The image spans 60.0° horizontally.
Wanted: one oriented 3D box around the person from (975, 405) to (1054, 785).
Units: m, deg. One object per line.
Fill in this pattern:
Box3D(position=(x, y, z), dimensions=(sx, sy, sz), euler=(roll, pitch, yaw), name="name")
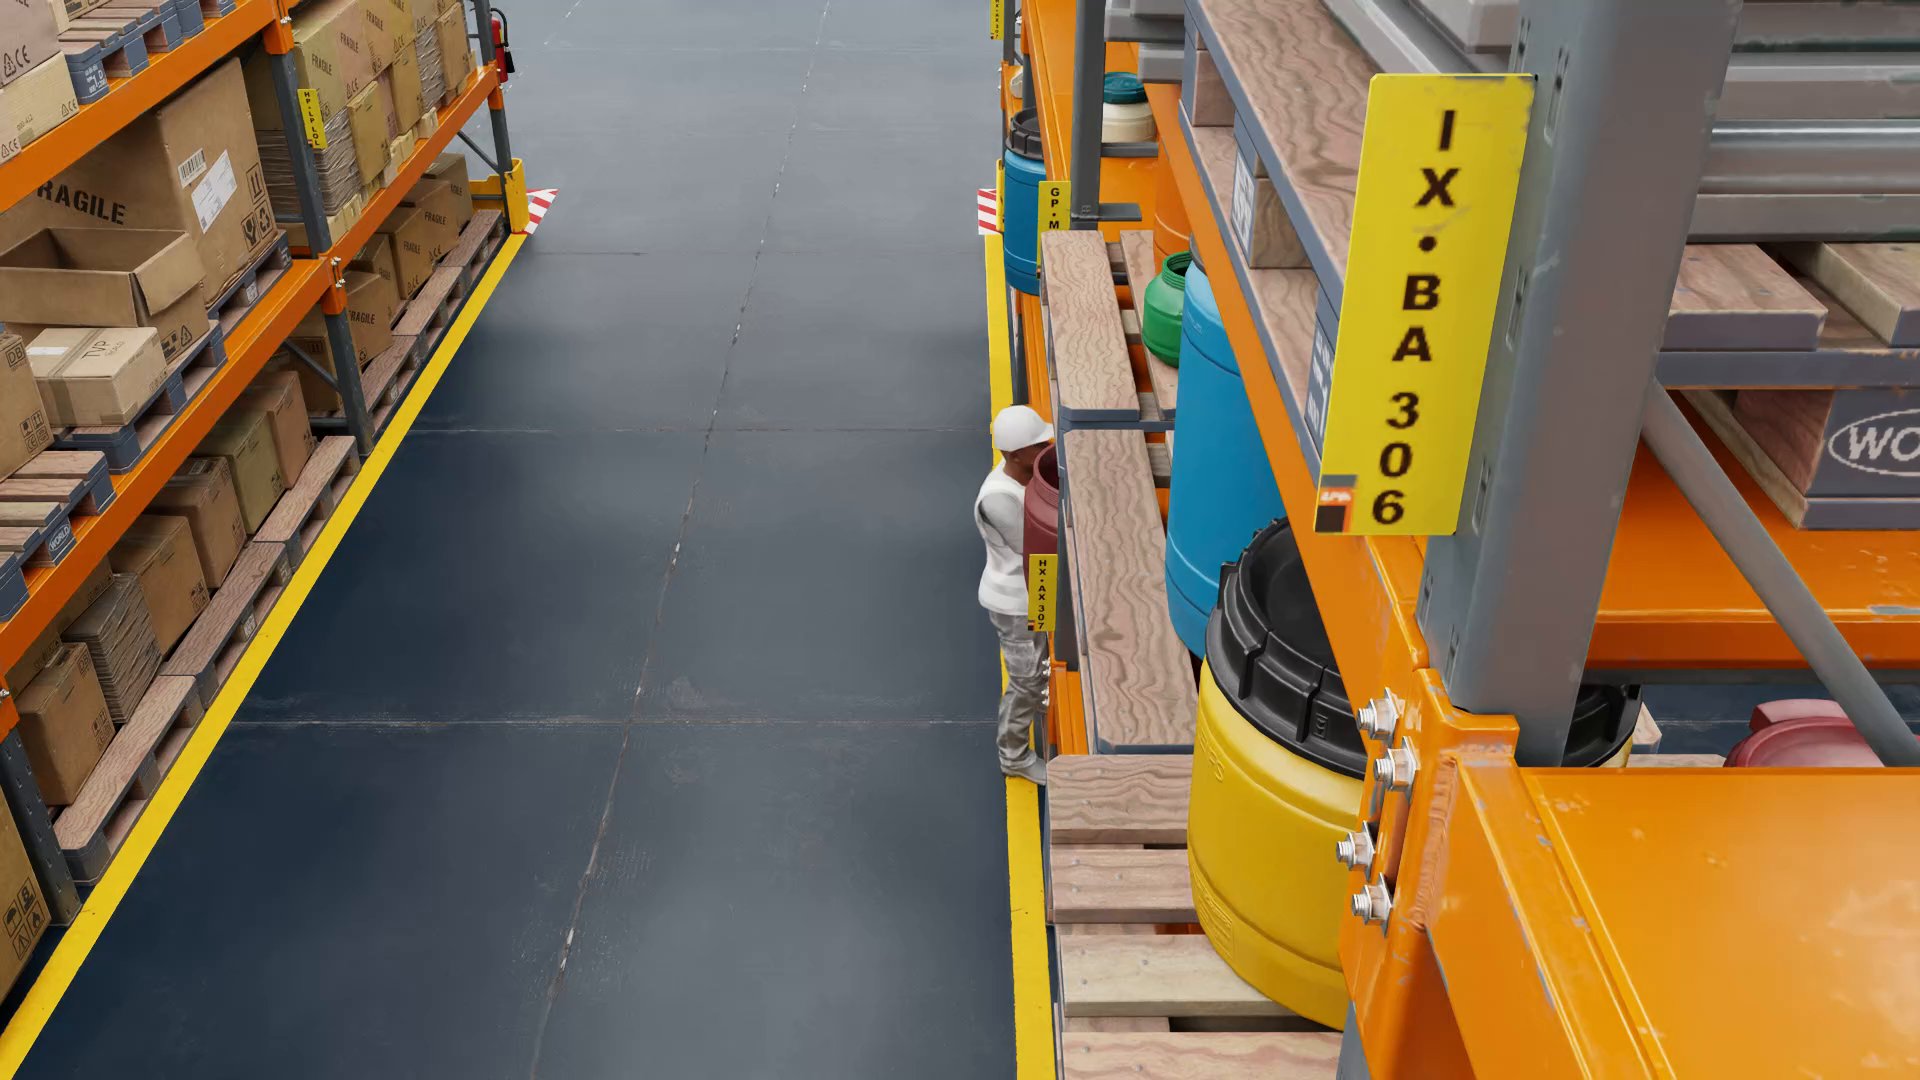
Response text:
Box3D(position=(0.381, 0.242, 7.218), dimensions=(0.576, 1.780, 0.480), euler=(9, 33, 15), name="person")
